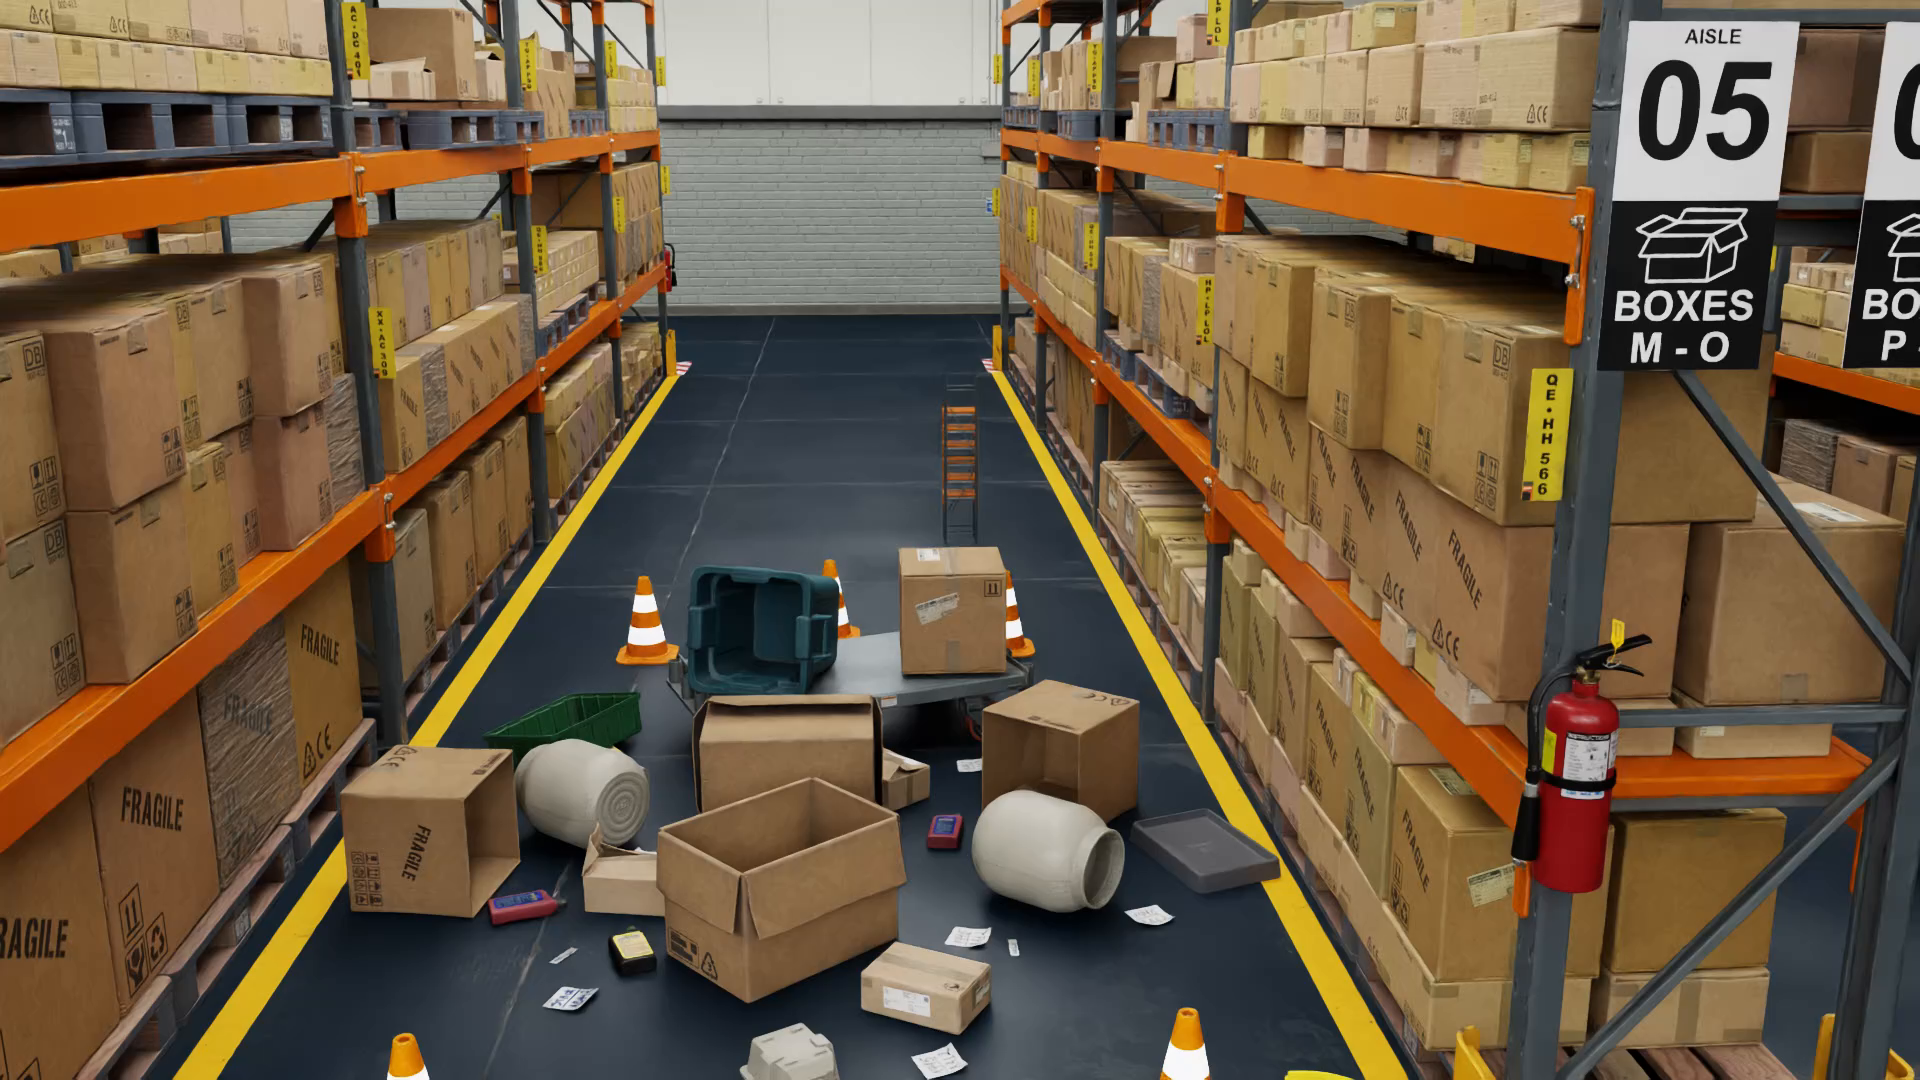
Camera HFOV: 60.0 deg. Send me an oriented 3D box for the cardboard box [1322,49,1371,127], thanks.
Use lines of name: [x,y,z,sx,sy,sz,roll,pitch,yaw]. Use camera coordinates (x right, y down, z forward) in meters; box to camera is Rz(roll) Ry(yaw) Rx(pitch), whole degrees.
cardboard box: [1.579,-1.571,5.796,0.500,0.250,0.500,-1,14,-3]

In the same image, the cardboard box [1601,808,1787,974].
cardboard box: [2.204,1.010,5.250,0.500,0.500,0.500,-1,14,-5]

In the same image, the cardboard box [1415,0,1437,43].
cardboard box: [1.691,-1.659,5.338,0.380,0.149,0.250,-1,14,-5]

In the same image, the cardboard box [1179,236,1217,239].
cardboard box: [1.791,-1.821,11.443,0.500,0.500,0.500,-1,14,-5]

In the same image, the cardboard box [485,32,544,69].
cardboard box: [-3.286,-3.600,12.241,0.396,0.266,0.258,-1,14,-3]

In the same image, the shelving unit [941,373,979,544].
shelving unit: [0.001,-0.577,11.863,0.258,1.200,0.189,-1,14,-3]

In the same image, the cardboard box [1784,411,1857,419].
cardboard box: [6.692,-0.713,12.952,0.500,0.500,0.500,0,14,-1]

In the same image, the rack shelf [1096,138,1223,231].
rack shelf: [1.609,-2.140,9.750,1.077,0.370,4.000,-1,14,-3]

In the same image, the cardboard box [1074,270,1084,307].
cardboard box: [1.166,-1.947,12.872,0.500,0.250,0.500,-1,14,-5]

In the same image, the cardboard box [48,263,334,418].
cardboard box: [-3.063,-0.806,6.669,0.875,0.550,0.550,-1,14,-3]

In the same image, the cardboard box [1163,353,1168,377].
cardboard box: [1.376,-0.998,9.547,0.380,0.149,0.250,-1,14,-3]

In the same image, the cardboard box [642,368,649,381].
cardboard box: [-3.553,-1.795,17.863,0.380,0.149,0.250,-1,14,-2]

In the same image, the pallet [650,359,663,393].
pallet: [-3.925,-1.850,18.792,1.003,0.211,1.213,-1,14,-3]

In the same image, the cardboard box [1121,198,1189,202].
cardboard box: [1.614,-2.570,13.789,0.500,0.500,0.500,-1,14,-3]

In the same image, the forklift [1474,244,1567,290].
forklift: [3.735,-0.898,9.634,3.031,2.935,1.130,8,16,28]

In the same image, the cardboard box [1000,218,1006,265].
cardboard box: [0.732,-3.448,19.206,0.500,0.500,0.500,-1,14,-4]

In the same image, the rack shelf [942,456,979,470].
rack shelf: [0.001,-0.534,11.874,0.258,0.103,0.180,-1,14,-3]

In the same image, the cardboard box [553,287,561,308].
cardboard box: [-3.346,-1.895,13.034,0.380,0.149,0.250,0,14,-2]

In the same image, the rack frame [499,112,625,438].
rack frame: [-3.697,-2.427,15.439,1.000,3.000,0.127,-1,14,-3]

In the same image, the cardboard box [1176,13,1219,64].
cardboard box: [1.484,-2.760,9.169,0.500,0.250,0.500,-1,14,-3]

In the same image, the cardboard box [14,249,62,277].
cardboard box: [-8.352,-2.312,14.791,0.500,0.500,0.500,-1,14,-3]

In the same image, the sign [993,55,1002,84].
sign: [0.435,-5.430,19.180,0.100,0.325,0.005,-1,14,-3]

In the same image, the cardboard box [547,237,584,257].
cardboard box: [-3.429,-2.503,14.204,0.380,0.149,0.250,-1,14,-4]

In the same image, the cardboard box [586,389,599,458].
cardboard box: [-3.341,-0.984,14.006,0.500,0.500,0.500,-1,14,-5]

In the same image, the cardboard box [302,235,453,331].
cardboard box: [-3.333,-1.472,9.522,0.700,0.500,0.500,-1,14,-4]

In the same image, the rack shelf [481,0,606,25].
rack shelf: [-3.573,-4.293,12.898,1.077,0.370,4.000,-1,14,-3]

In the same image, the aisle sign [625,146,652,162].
aisle sign: [-3.650,-4.703,19.070,0.394,0.787,0.004,-1,14,-3]

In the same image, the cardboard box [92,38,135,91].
cardboard box: [-2.733,-1.429,5.003,0.380,0.149,0.250,-1,14,-4]

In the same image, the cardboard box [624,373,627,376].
cardboard box: [-3.570,-1.677,16.808,0.380,0.149,0.250,-2,15,-6]

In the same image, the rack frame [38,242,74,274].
rack frame: [-8.654,-2.375,15.239,1.000,3.000,0.127,-1,14,-3]

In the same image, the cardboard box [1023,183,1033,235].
cardboard box: [0.909,-3.300,16.627,0.500,0.500,0.500,-1,14,-4]

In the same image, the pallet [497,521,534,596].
pallet: [-3.476,0.116,11.153,1.003,0.211,1.213,-1,14,-3]

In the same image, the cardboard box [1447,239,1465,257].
cardboard box: [5.769,-3.304,18.551,0.500,0.250,0.500,-1,14,-4]

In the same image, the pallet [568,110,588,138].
pallet: [-3.698,-3.376,13.483,1.213,0.211,1.003,-1,14,-3]

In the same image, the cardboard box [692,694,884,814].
cardboard box: [-0.721,0.969,6.978,0.797,0.637,0.503,-1,14,-3]

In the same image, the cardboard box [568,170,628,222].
cardboard box: [-3.529,-3.348,16.216,0.500,0.500,0.500,-1,14,-5]

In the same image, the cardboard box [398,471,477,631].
cardboard box: [-3.386,0.056,9.461,1.050,0.750,0.750,-1,14,-3]

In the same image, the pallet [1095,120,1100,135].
pallet: [1.343,-3.661,14.600,0.805,0.209,1.217,-1,15,-6]

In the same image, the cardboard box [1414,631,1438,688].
cardboard box: [1.623,0.363,5.102,0.380,0.149,0.250,-1,14,-4]

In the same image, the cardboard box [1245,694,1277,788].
cardboard box: [1.544,0.873,7.289,0.500,0.250,0.500,0,14,0]

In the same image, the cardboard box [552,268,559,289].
cardboard box: [-3.348,-2.040,12.998,0.380,0.149,0.250,-1,14,-3]

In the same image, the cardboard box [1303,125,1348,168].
cardboard box: [1.500,-1.467,6.191,0.380,0.149,0.250,-1,14,-5]

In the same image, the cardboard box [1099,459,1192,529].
cardboard box: [1.510,-0.324,11.695,0.950,0.372,0.625,-2,15,-7]

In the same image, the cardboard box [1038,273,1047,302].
cardboard box: [1.001,-2.342,15.411,0.500,0.250,0.500,-1,14,-5]

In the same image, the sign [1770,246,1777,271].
sign: [5.898,-2.123,12.092,0.100,0.325,0.005,-1,14,-3]

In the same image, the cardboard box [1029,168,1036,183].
cardboard box: [0.902,-3.701,16.881,0.380,0.149,0.250,-1,14,-4]

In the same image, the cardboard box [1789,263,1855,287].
cardboard box: [6.165,-1.890,11.849,0.380,0.149,0.250,0,14,-2]

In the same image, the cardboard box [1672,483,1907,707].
cardboard box: [2.228,0.141,4.659,0.500,0.500,0.500,-1,14,-4]

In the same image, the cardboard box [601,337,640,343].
cardboard box: [-3.628,-2.080,17.777,0.380,0.149,0.250,-1,14,-5]

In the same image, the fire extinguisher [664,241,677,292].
fire extinguisher: [-3.500,-3.273,19.632,0.296,0.674,0.183,-1,14,-3]

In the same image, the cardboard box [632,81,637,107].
cardboard box: [-3.581,-4.553,16.980,0.500,0.250,0.500,-2,15,-6]
